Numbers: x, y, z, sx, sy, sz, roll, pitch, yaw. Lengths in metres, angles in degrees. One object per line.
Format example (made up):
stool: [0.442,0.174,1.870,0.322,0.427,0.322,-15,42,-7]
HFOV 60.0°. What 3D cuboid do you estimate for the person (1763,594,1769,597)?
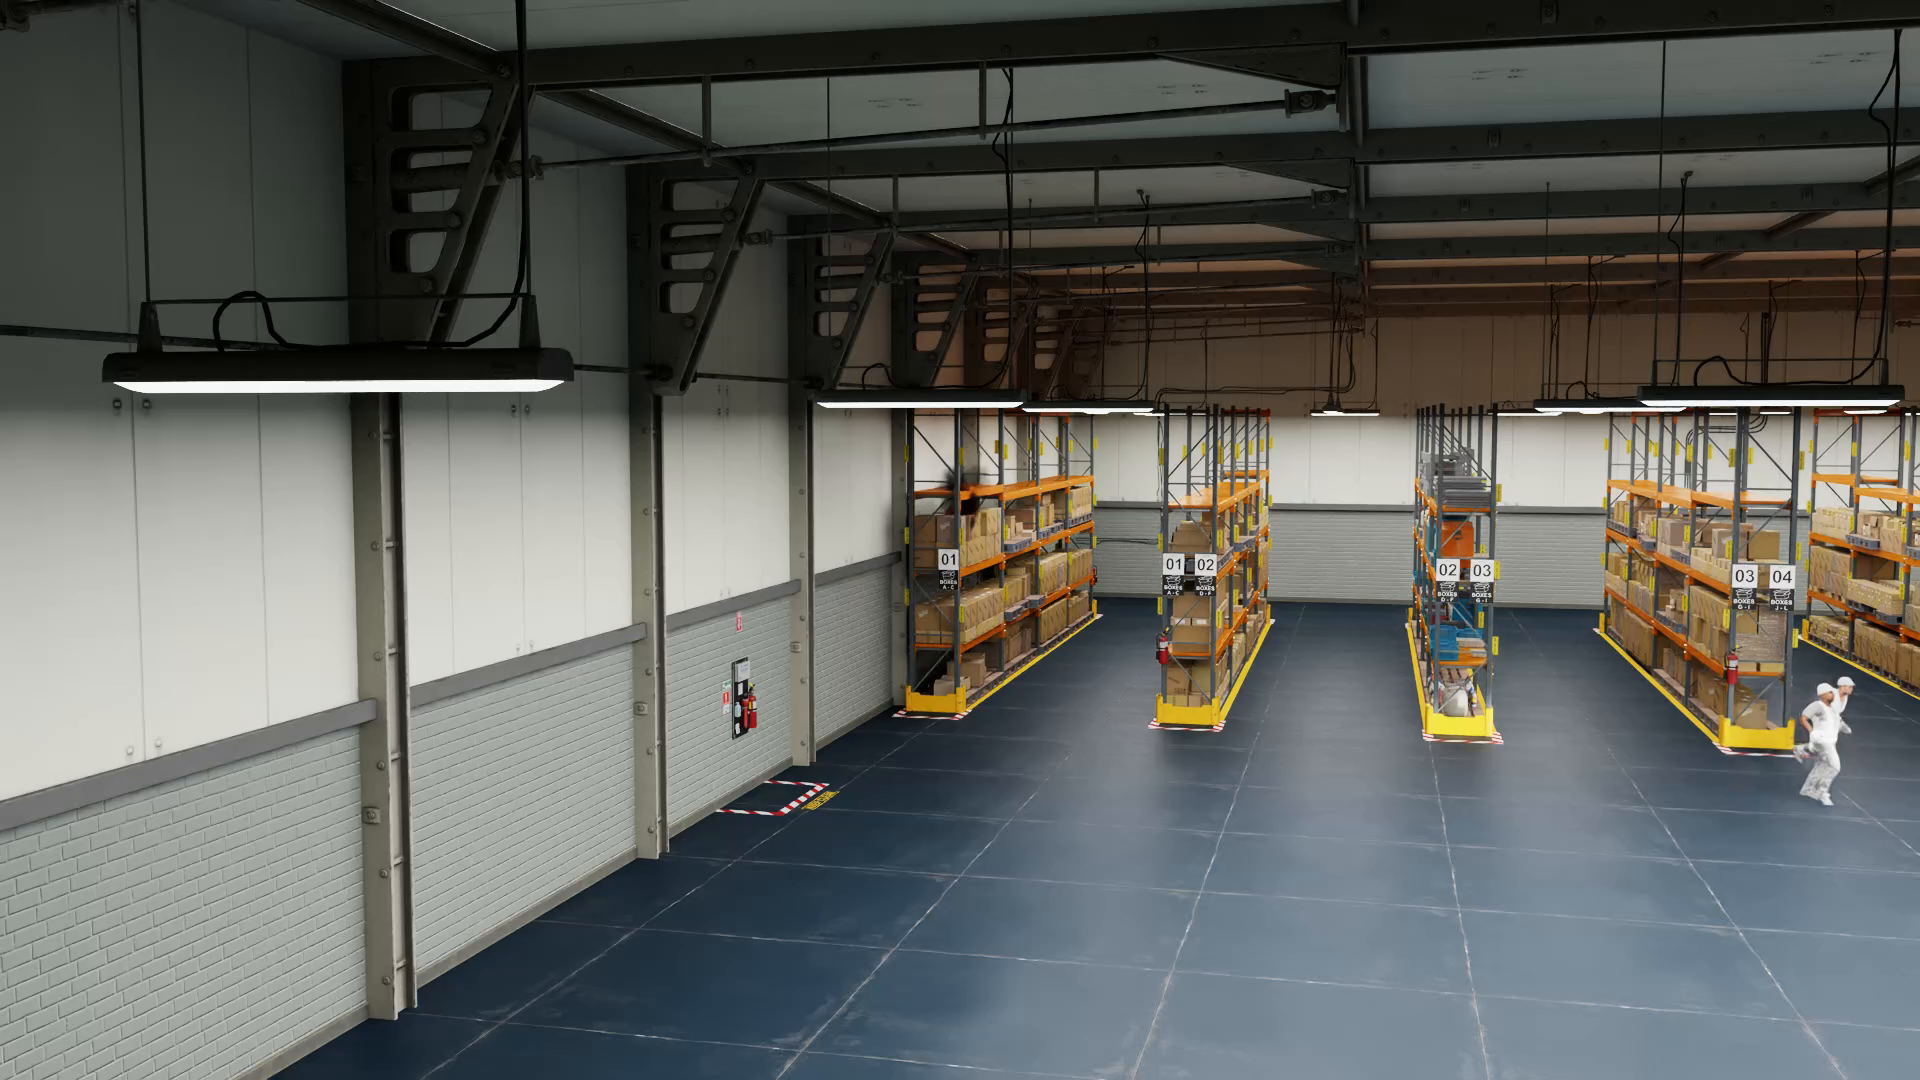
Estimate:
person: [20.315,1.835,41.732,0.643,1.778,0.766,2,4,22]

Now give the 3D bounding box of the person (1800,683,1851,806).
person: [12.881,3.052,24.764,0.653,1.842,0.668,4,6,44]

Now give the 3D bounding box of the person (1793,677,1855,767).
person: [13.945,2.975,26.819,0.673,1.635,0.949,-3,5,-35]
